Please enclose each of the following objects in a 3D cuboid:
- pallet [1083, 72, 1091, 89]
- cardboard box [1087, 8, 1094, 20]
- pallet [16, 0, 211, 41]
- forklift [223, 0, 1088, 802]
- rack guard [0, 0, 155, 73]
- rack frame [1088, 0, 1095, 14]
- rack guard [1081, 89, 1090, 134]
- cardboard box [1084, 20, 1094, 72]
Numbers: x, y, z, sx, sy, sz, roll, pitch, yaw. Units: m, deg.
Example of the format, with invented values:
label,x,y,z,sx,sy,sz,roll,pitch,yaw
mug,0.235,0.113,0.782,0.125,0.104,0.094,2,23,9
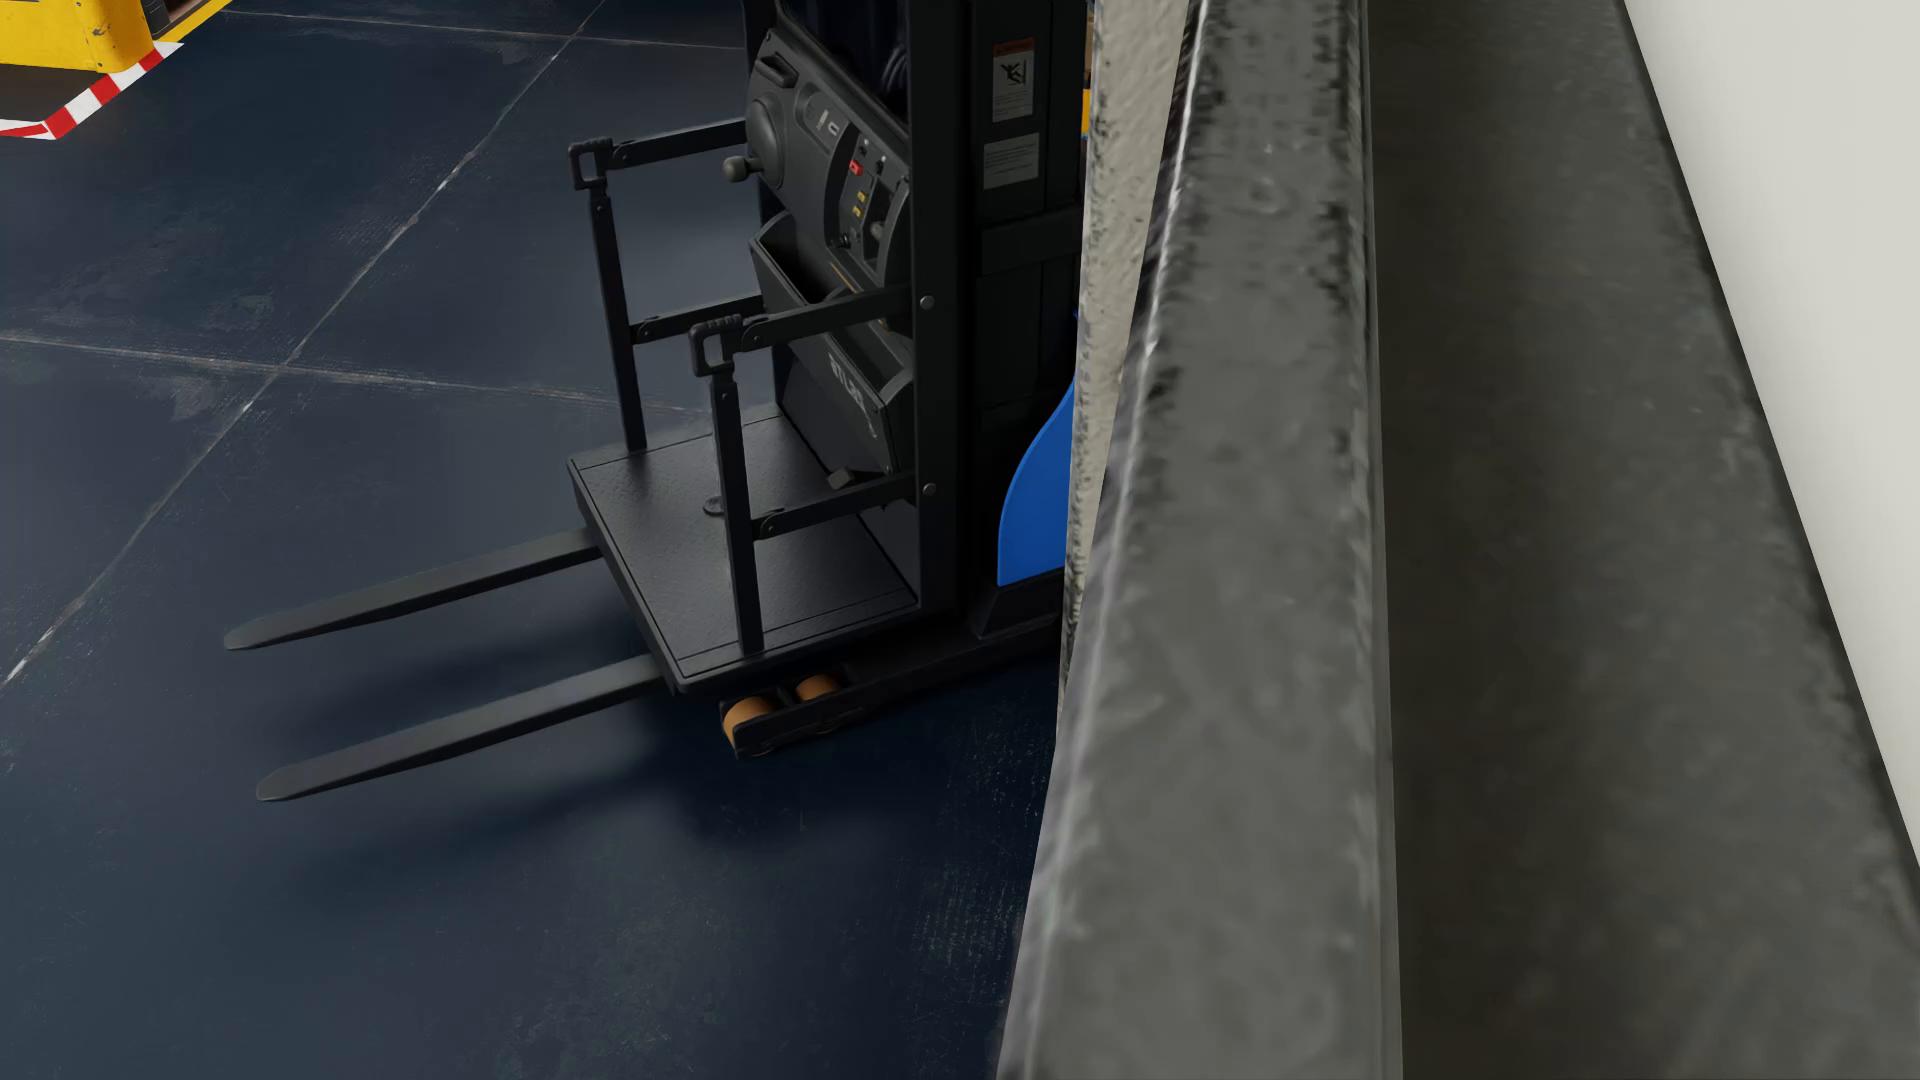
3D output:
label,x,y,z,sx,sy,sz,roll,pitch,yaw
pallet,0.418,-2.370,7.950,1.003,0.211,1.213,6,40,8
cardboard box,0.613,-2.527,7.388,0.500,0.250,0.500,7,40,8
pallet,-4.374,-2.984,8.693,1.003,0.211,1.213,6,40,8
forklift,-0.523,-0.925,4.068,3.031,2.935,1.130,-17,43,-20
rack guard,-4.550,-2.589,7.989,1.175,0.500,0.348,6,40,8
rack frame,0.327,-2.960,6.476,1.000,3.000,0.127,6,40,8
rack guard,0.323,-1.981,7.254,1.175,0.500,0.348,6,40,8
cardboard box,0.604,-2.348,7.565,0.500,0.250,0.500,7,40,8
